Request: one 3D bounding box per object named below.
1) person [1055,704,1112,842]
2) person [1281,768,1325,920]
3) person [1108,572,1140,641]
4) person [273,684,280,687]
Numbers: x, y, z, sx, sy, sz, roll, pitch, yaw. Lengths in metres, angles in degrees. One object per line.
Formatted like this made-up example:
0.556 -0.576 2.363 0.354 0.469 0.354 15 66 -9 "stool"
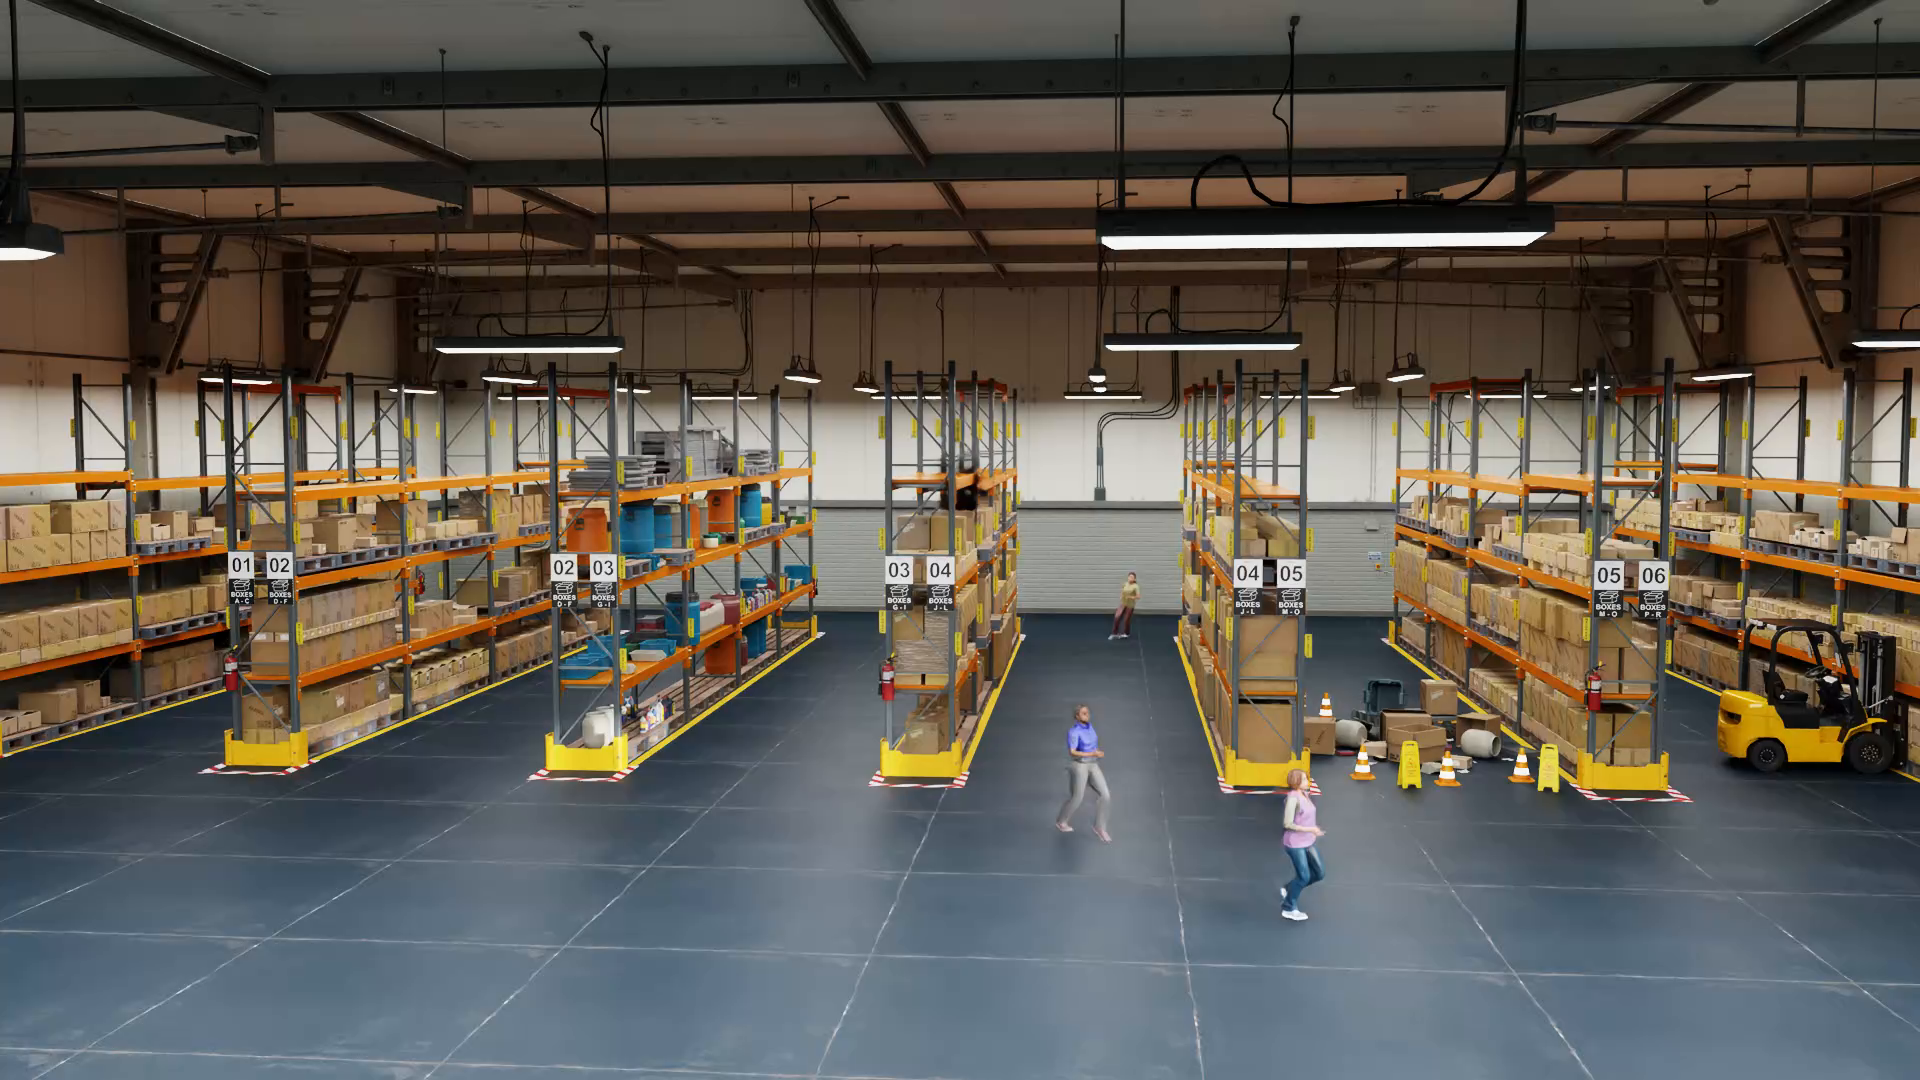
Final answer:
1.525 2.854 20.438 0.582 1.694 0.779 -4 5 -43 "person"
3.507 3.103 16.942 0.536 1.556 0.526 3 5 35 "person"
3.991 1.582 39.739 0.744 1.655 0.690 2 4 30 "person"
-11.579 2.265 28.522 0.695 1.719 0.601 0 4 1 "person"
